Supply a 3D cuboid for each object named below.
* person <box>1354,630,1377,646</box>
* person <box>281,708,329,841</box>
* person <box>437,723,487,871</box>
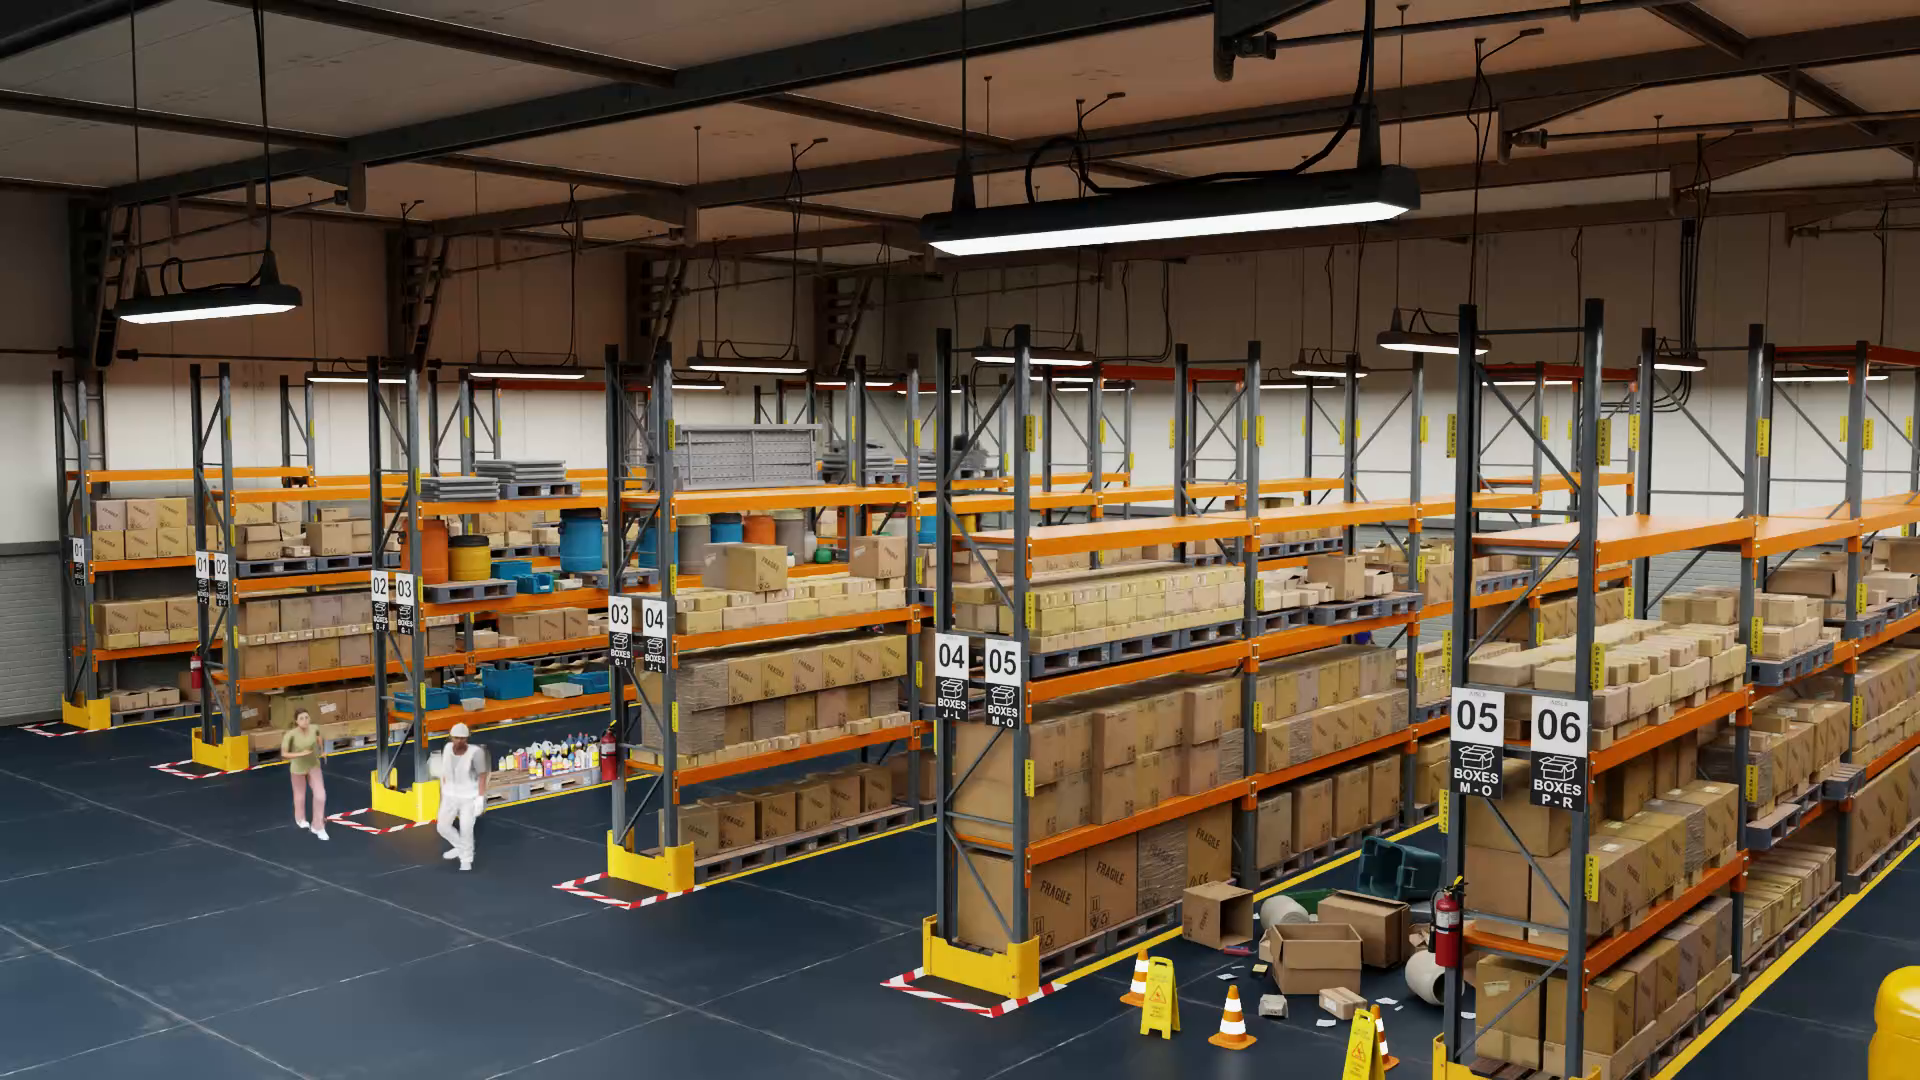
[{"bbox_3d":[7.522,2.086,31.502,0.842,1.655,0.568,4,5,40],"label":"person"},{"bbox_3d":[-8.124,2.867,20.574,0.567,1.645,0.874,-3,5,-32],"label":"person"},{"bbox_3d":[-5.702,2.926,19.027,0.702,1.745,0.595,1,4,13],"label":"person"}]
